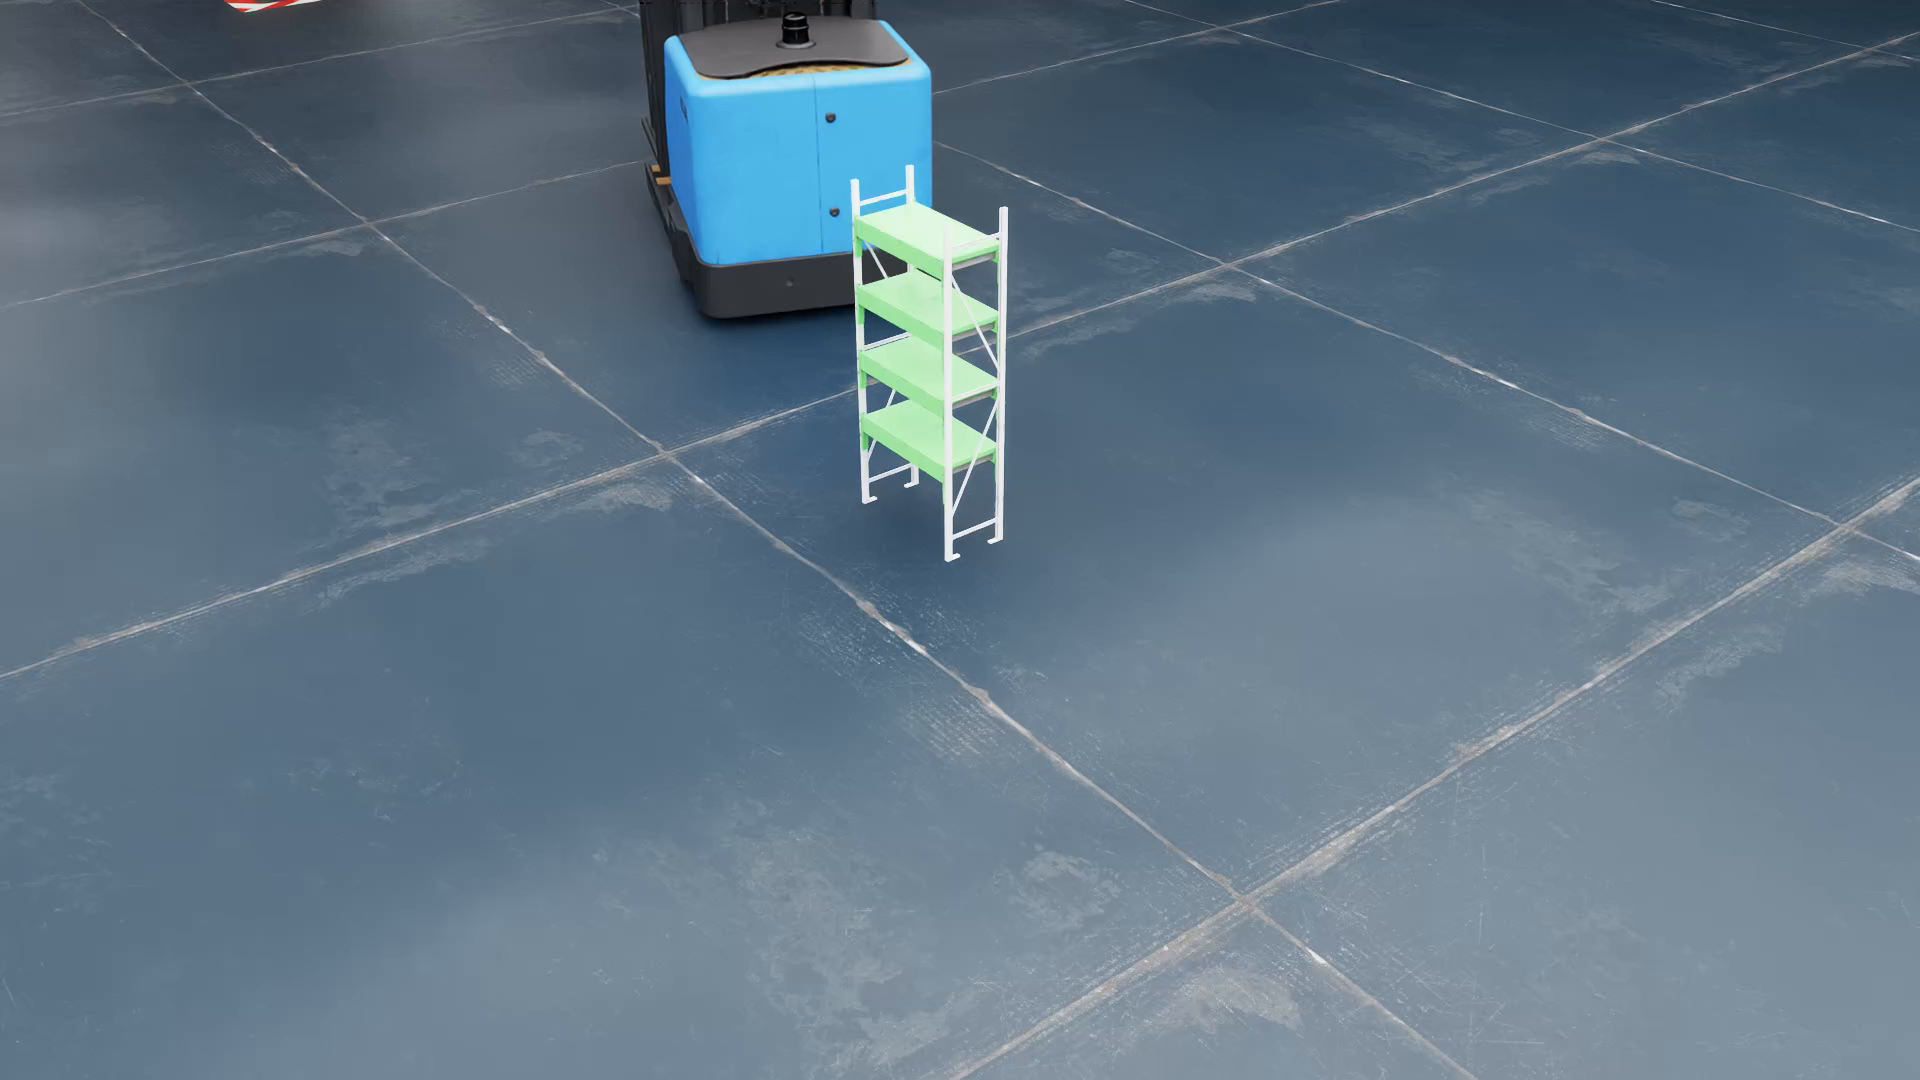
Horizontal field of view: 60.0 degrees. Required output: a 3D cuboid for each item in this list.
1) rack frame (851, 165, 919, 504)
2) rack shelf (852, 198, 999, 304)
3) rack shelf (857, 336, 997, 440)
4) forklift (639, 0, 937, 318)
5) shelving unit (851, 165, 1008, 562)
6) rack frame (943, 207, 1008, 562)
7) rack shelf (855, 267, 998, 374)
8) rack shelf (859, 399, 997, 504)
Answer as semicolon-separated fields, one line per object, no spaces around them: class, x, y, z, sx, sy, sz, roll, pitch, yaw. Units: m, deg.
rack frame;-0.251;-0.680;5.708;0.240;1.200;0.015;-22;38;-31
rack shelf;-0.101;-0.932;5.325;0.258;0.148;0.480;-22;38;-31
rack shelf;-0.102;-0.524;5.578;0.258;0.148;0.480;-22;38;-31
forklift;-0.997;-2.968;7.750;1.130;2.935;3.031;-9;33;-13
shelving unit;-0.102;-0.579;5.545;0.258;1.200;0.503;-22;38;-31
rack frame;0.048;-0.477;5.381;0.240;1.200;0.015;-22;38;-31
rack shelf;-0.101;-0.728;5.452;0.258;0.148;0.480;-22;38;-31
rack shelf;-0.102;-0.321;5.705;0.258;0.148;0.480;-22;38;-31
